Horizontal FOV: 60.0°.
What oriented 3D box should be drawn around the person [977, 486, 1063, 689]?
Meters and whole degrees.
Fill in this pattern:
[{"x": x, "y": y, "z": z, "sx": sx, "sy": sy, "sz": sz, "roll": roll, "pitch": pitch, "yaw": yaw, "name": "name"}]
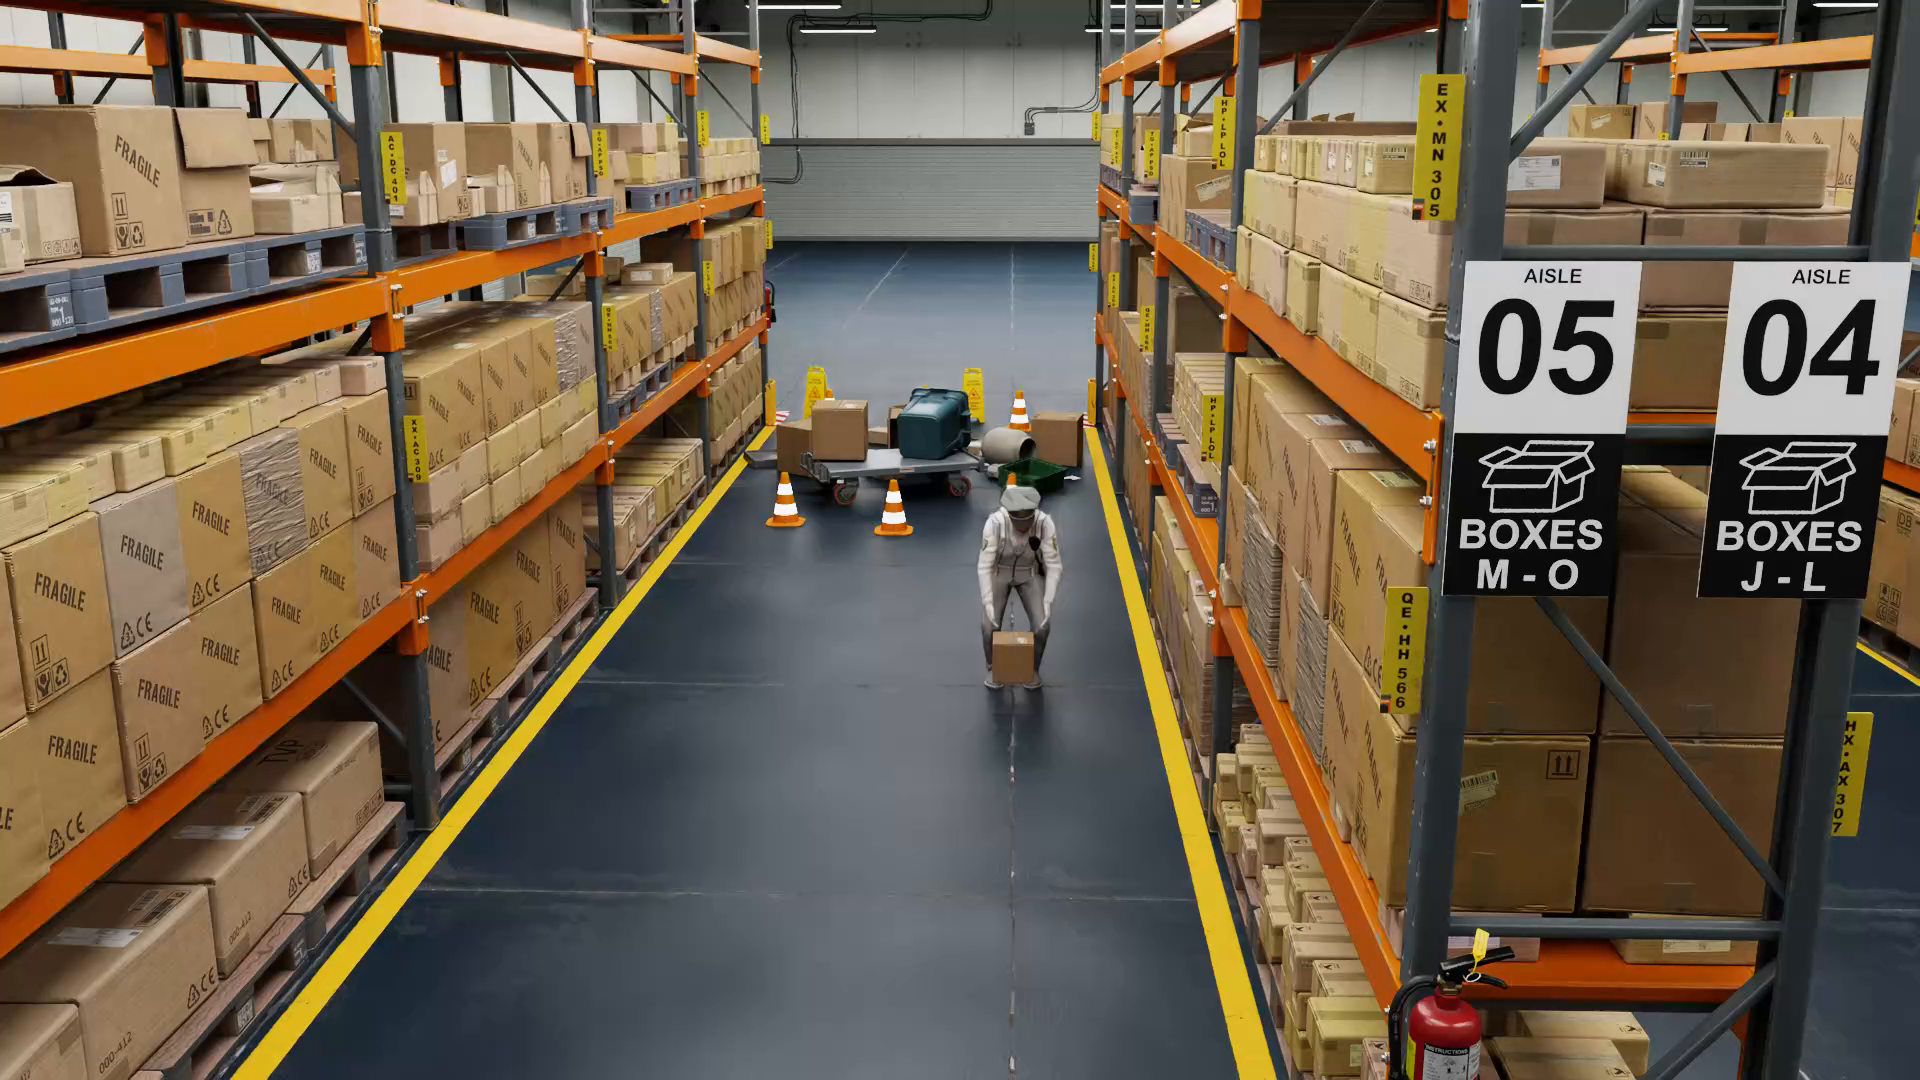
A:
[{"x": 0.377, "y": 0.290, "z": 10.505, "sx": 0.535, "sy": 1.349, "sz": 0.723, "roll": 0, "pitch": 14, "yaw": 2, "name": "person"}]
